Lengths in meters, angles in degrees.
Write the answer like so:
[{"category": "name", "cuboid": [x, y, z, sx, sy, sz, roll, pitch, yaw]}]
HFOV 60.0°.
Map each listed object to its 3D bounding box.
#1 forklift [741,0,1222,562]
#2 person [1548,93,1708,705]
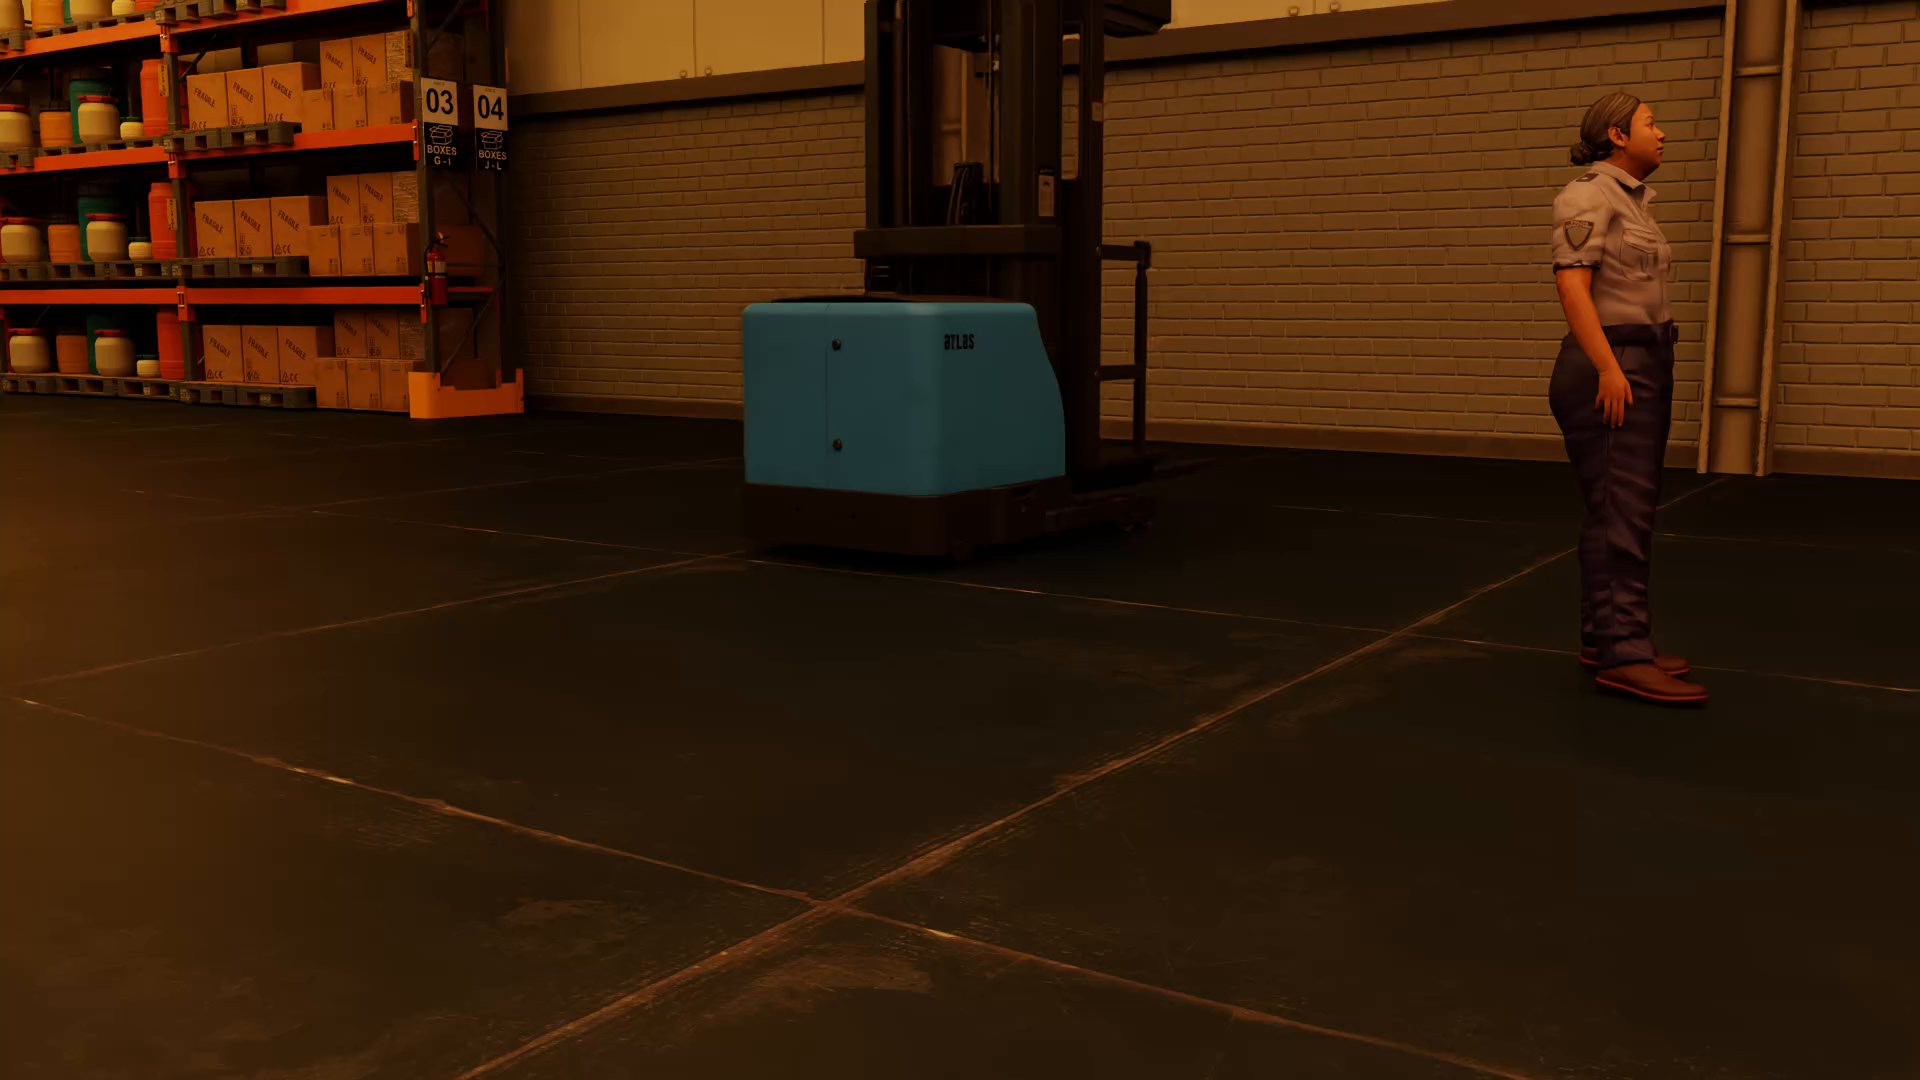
[{"category": "forklift", "cuboid": [0.306, -1.526, 7.922, 1.130, 2.935, 3.031, 6, 10, 34]}, {"category": "person", "cuboid": [1.928, -0.416, 4.666, 0.502, 1.641, 0.598, 6, 10, 34]}]
